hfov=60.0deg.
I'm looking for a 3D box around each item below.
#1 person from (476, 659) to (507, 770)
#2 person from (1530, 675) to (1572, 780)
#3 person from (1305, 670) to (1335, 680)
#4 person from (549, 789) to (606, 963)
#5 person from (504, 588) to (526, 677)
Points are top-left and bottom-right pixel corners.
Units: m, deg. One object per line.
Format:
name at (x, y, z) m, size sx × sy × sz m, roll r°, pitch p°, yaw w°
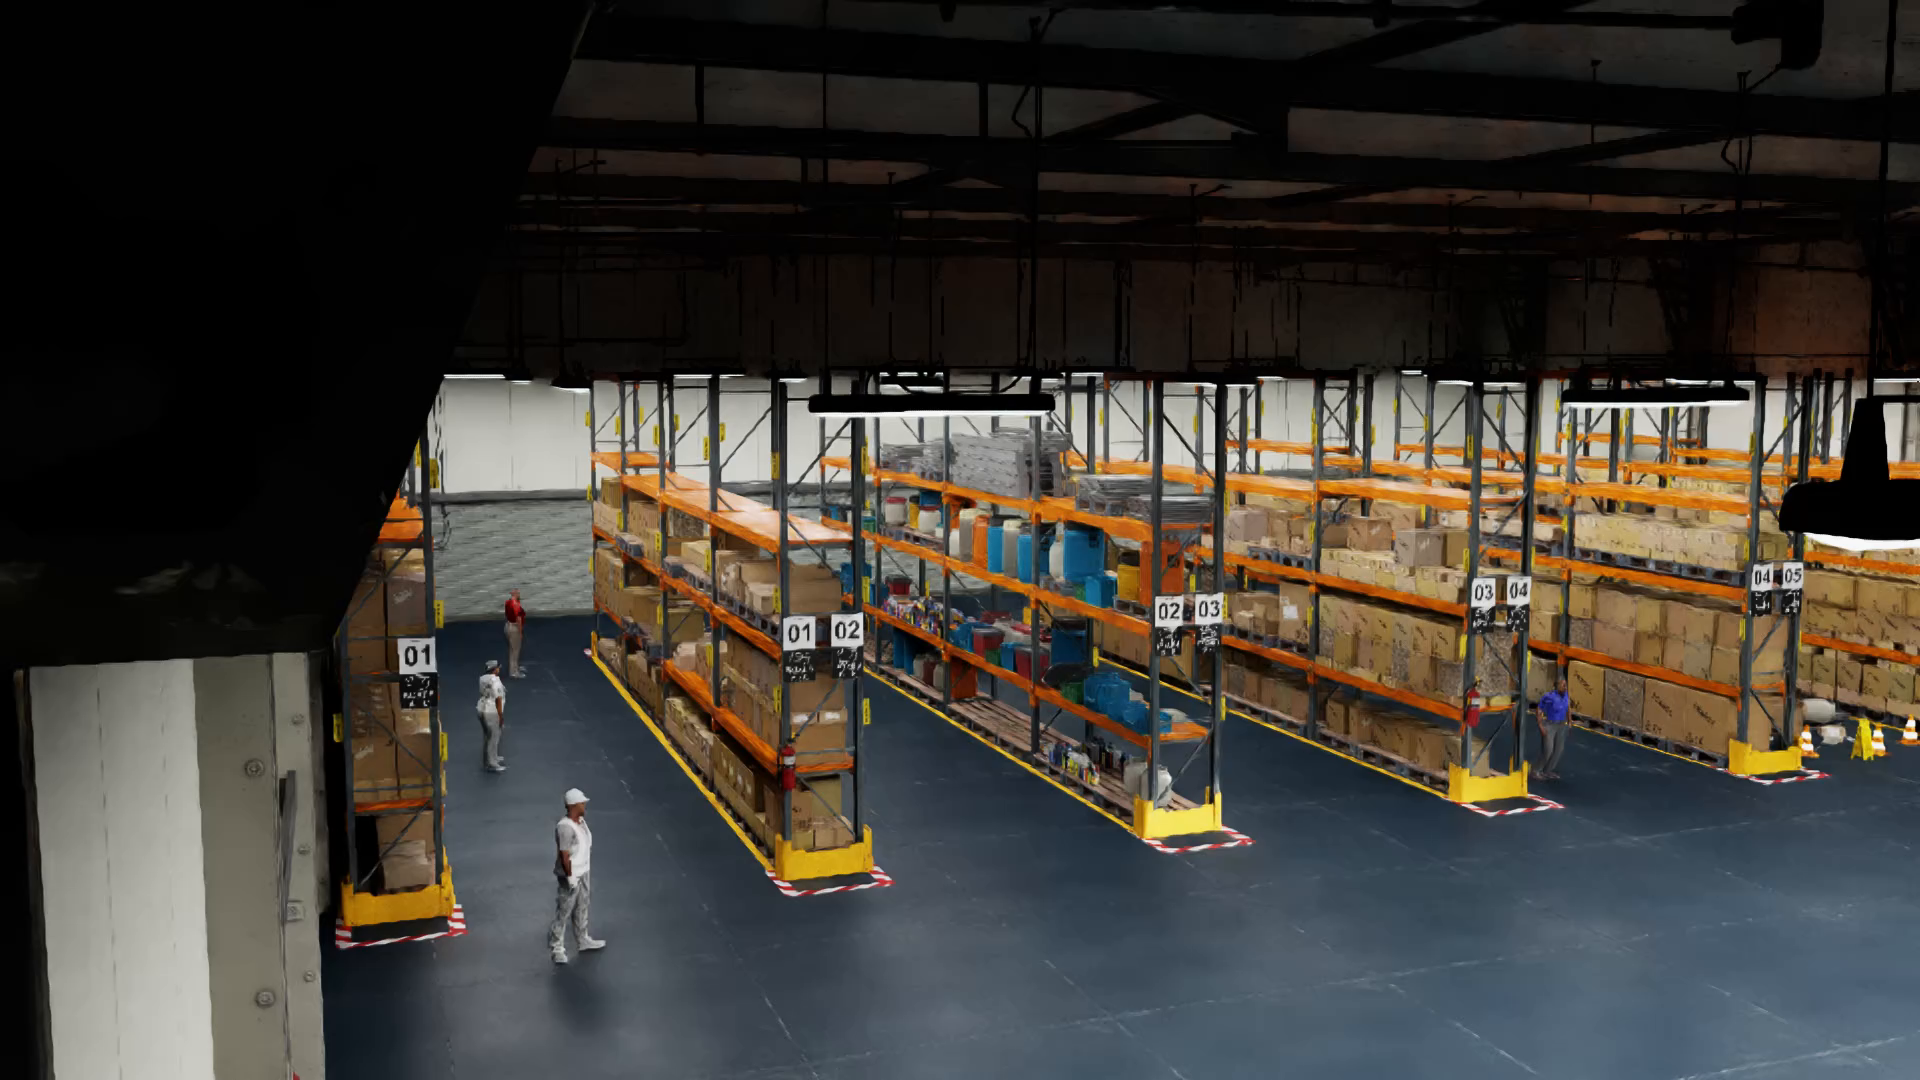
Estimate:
person at (-7.133, 2.655, 25.458) m, size 0.463 × 1.673 × 0.577 m, roll -6°, pitch 9°, yaw -44°
person at (8.813, 2.785, 24.738) m, size 0.593 × 1.603 × 0.509 m, roll -3°, pitch 7°, yaw -23°
person at (7.094, 1.856, 32.591) m, size 0.686 × 1.701 × 0.867 m, roll -2°, pitch 7°, yaw -15°
person at (-4.055, 3.493, 17.457) m, size 0.478 × 1.788 × 0.645 m, roll 1°, pitch 6°, yaw 6°
person at (-8.742, 1.798, 32.821) m, size 0.480 × 1.737 × 0.622 m, roll -5°, pitch 8°, yaw -36°
